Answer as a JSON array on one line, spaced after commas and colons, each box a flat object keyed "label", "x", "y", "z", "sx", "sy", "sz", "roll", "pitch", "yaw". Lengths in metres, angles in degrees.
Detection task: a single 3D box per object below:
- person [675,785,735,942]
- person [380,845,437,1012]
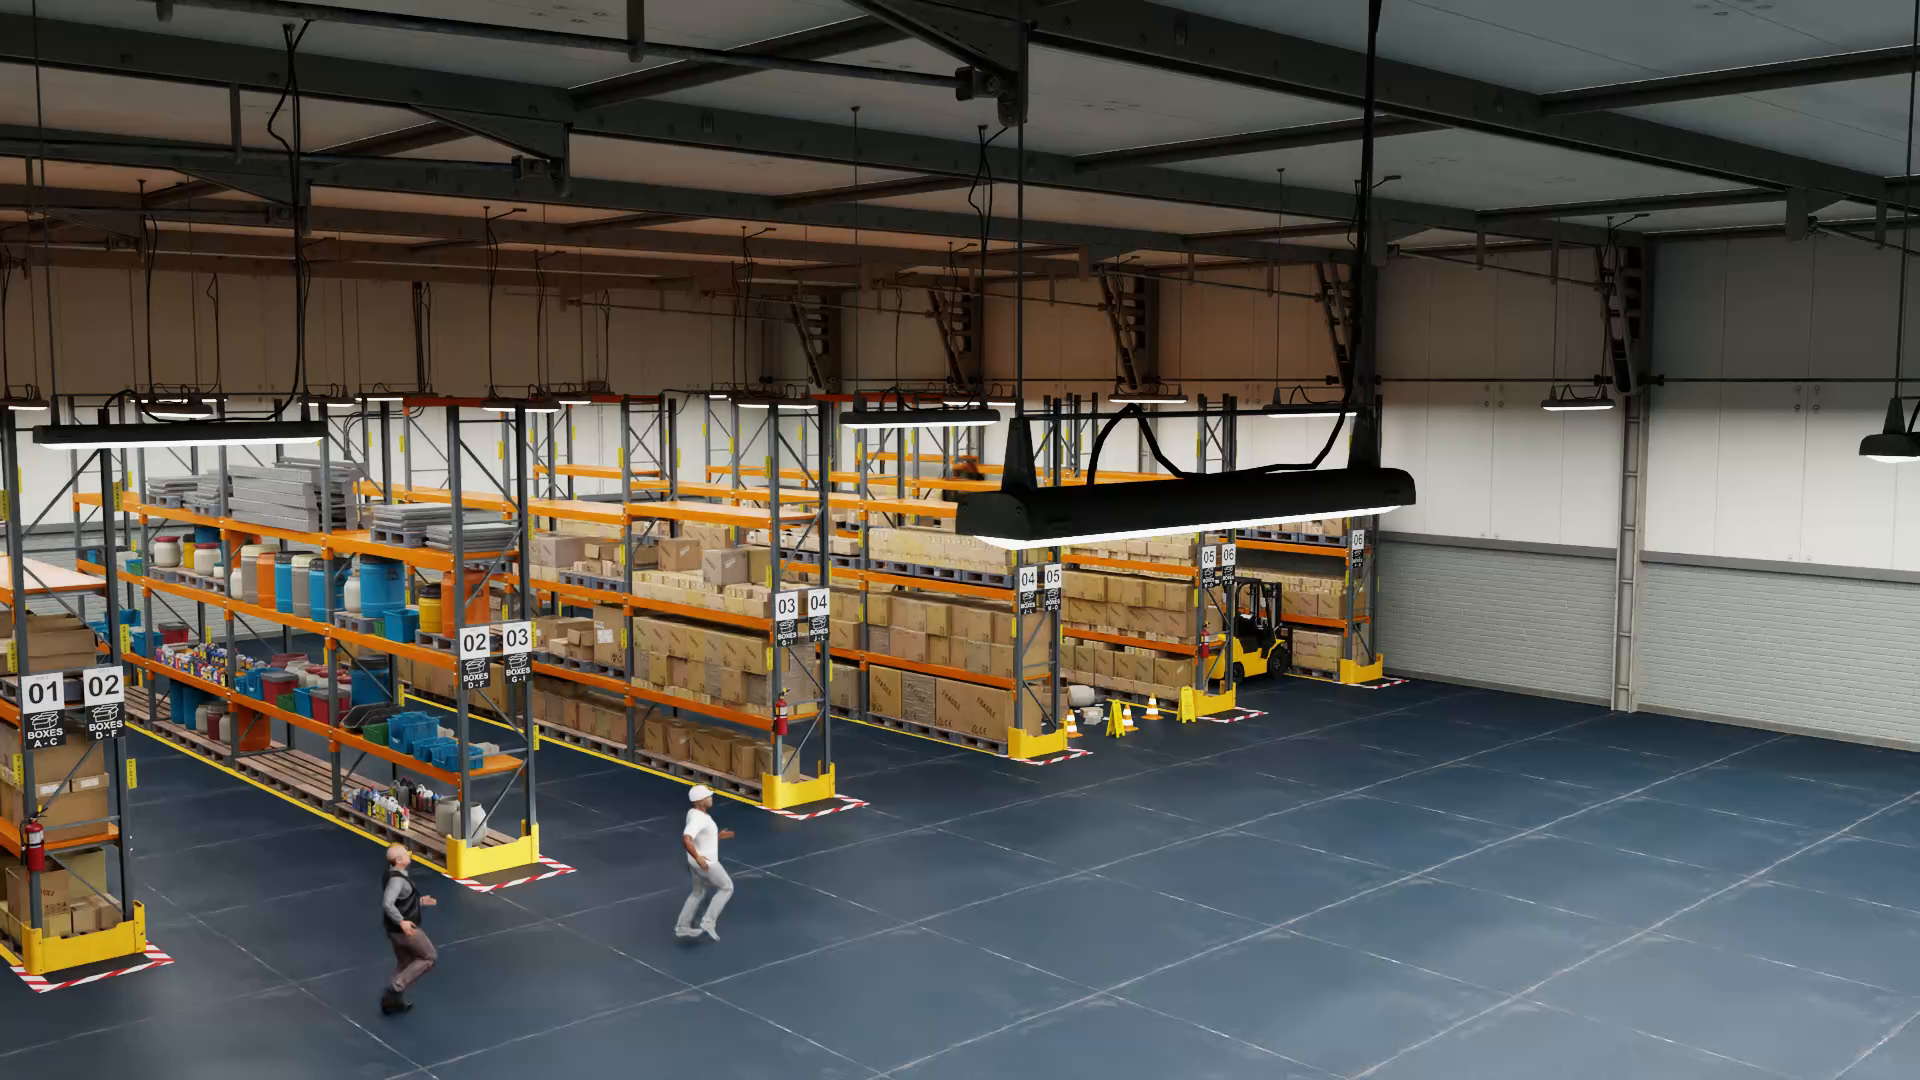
[{"label": "person", "x": -2.868, "y": 3.642, "z": 18.747, "sx": 0.715, "sy": 1.782, "sz": 0.670, "roll": -2, "pitch": 6, "yaw": -23}, {"label": "person", "x": -5.524, "y": 3.877, "z": 16.654, "sx": 0.591, "sy": 1.680, "sz": 0.638, "roll": -3, "pitch": 6, "yaw": -30}]
